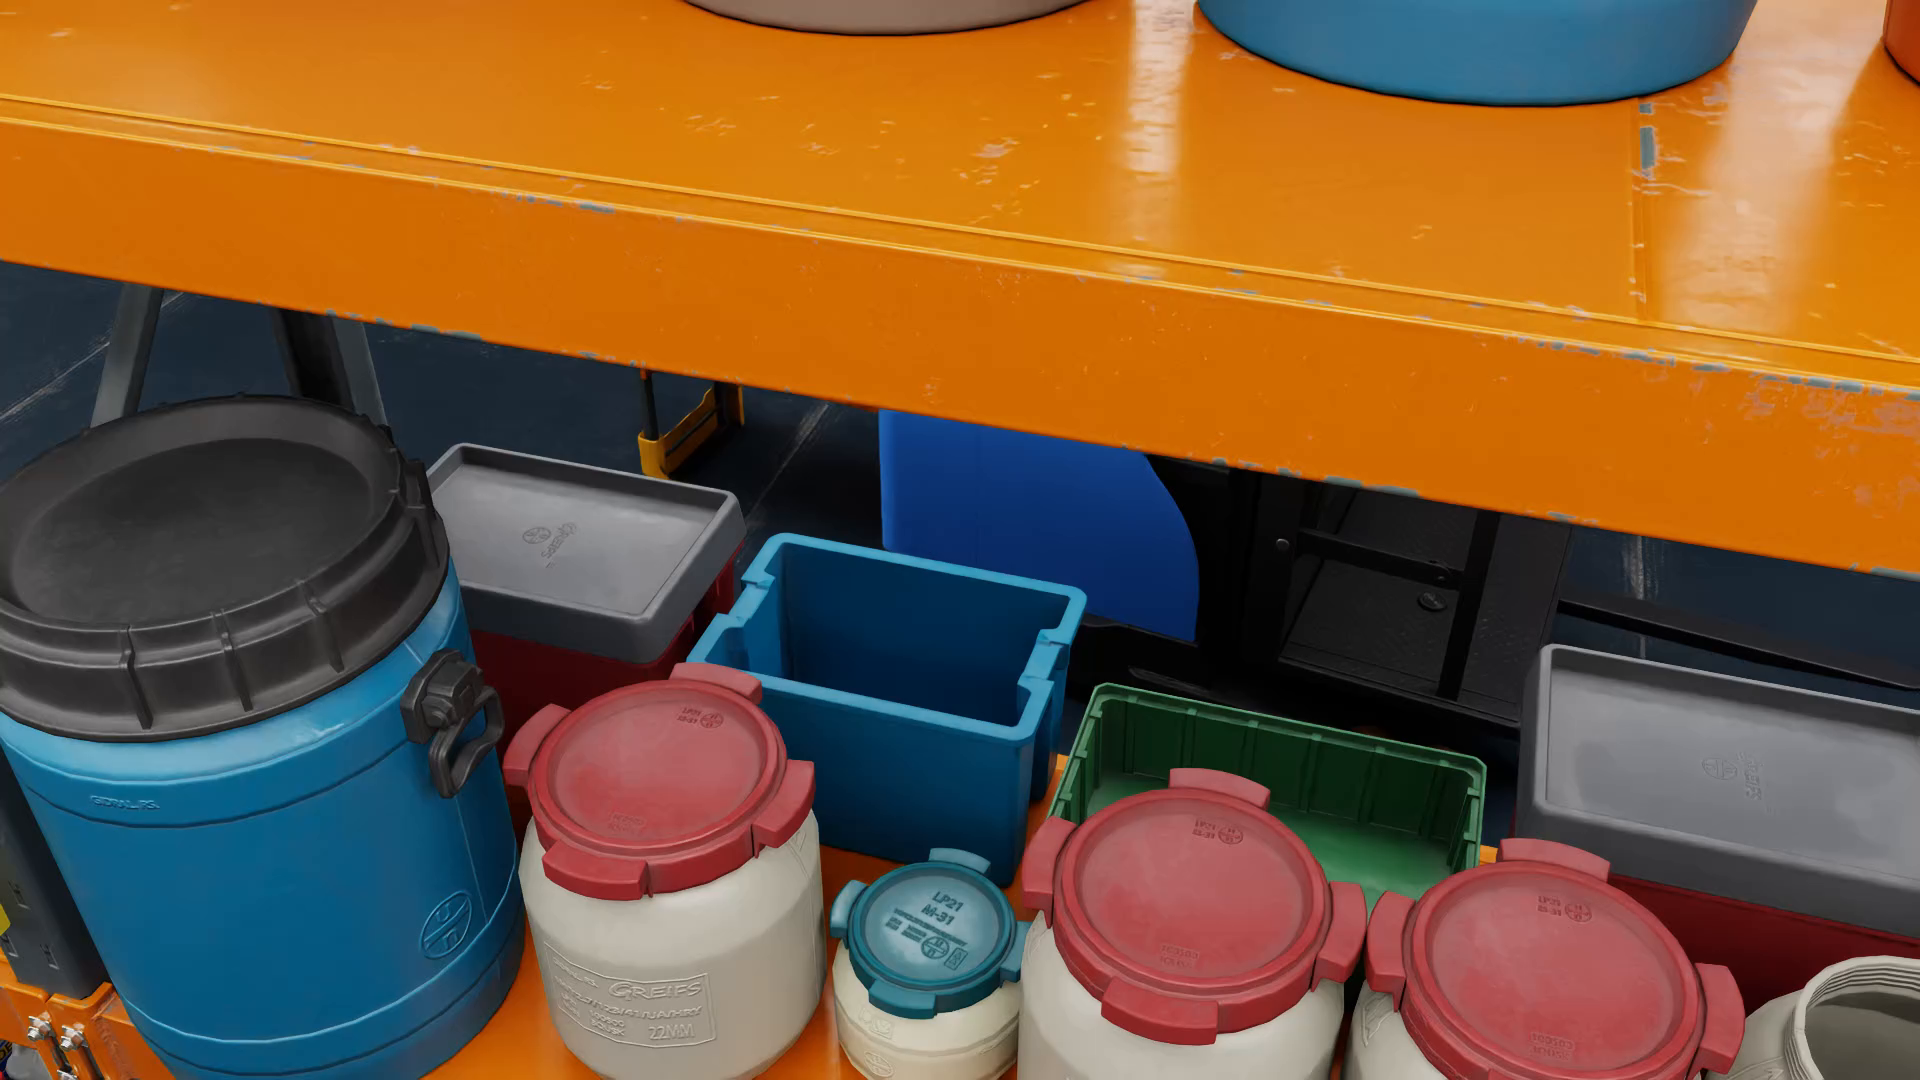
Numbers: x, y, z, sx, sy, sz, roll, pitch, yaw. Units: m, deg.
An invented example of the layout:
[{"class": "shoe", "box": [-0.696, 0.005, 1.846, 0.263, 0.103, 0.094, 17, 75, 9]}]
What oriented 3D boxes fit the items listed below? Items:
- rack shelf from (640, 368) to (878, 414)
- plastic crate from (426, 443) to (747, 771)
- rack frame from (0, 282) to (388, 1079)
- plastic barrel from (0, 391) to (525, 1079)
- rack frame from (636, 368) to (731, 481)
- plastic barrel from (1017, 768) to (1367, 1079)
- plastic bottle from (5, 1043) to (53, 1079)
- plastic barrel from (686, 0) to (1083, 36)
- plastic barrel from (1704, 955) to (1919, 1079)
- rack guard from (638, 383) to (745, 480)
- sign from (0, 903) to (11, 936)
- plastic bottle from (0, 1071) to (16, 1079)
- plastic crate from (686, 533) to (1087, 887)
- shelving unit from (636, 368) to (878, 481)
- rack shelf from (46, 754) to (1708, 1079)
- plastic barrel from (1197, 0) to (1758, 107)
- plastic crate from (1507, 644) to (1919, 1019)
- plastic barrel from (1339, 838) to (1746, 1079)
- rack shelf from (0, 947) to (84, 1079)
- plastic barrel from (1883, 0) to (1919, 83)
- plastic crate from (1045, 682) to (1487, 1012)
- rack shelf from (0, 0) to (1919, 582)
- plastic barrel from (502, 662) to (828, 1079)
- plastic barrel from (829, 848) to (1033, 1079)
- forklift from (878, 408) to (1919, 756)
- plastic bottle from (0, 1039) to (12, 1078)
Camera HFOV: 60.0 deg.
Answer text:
[{"class": "rack shelf", "box": [-0.531, -0.641, 5.659, 1.000, 0.185, 0.538, 15, 39, 20]}, {"class": "plastic crate", "box": [-0.704, 0.160, 2.948, 0.583, 0.464, 0.402, 10, 38, 14]}, {"class": "rack frame", "box": [-1.258, 0.273, 2.848, 0.127, 3.000, 1.000, 10, 38, 14]}, {"class": "plastic barrel", "box": [-0.979, 0.311, 2.374, 0.708, 0.901, 0.600, 10, 38, 14]}, {"class": "rack frame", "box": [-0.993, -0.912, 5.724, 0.032, 1.500, 0.500, 15, 39, 20]}, {"class": "plastic barrel", "box": [0.290, 0.641, 2.234, 0.433, 0.535, 0.433, 0, 36, 0]}, {"class": "plastic bottle", "box": [-1.915, 1.130, 3.547, 0.185, 0.351, 0.144, 10, 38, 14]}, {"class": "plastic barrel", "box": [-0.083, -1.054, 1.698, 0.600, 0.901, 0.600, 0, 36, 0]}, {"class": "plastic barrel", "box": [1.113, 0.800, 2.039, 0.421, 0.512, 0.421, 0, 36, 0]}, {"class": "rack guard", "box": [-0.975, -0.404, 6.088, 0.087, 0.250, 0.587, 15, 39, 20]}, {"class": "sign", "box": [-1.432, 0.471, 2.346, 0.005, 0.325, 0.100, 10, 38, 14]}, {"class": "plastic bottle", "box": [-1.958, 1.212, 3.436, 0.185, 0.351, 0.144, 10, 37, 13]}, {"class": "plastic crate", "box": [-0.112, 0.299, 2.827, 0.575, 0.384, 0.392, 10, 38, 14]}, {"class": "shelving unit", "box": [-0.522, -0.784, 5.550, 1.083, 1.500, 0.587, 15, 39, 20]}, {"class": "rack shelf", "box": [0.651, 0.916, 2.581, 4.000, 0.370, 1.077, 10, 38, 14]}, {"class": "plastic barrel", "box": [0.541, -0.939, 1.541, 0.708, 0.901, 0.600, 10, 38, 14]}, {"class": "plastic crate", "box": [1.109, 0.496, 2.492, 0.583, 0.464, 0.402, 10, 38, 14]}, {"class": "plastic barrel", "box": [0.703, 0.718, 2.130, 0.433, 0.535, 0.433, 0, 36, 0]}, {"class": "rack shelf", "box": [-3.167, 0.209, 3.542, 4.000, 0.370, 1.077, 10, 38, 14]}, {"class": "plastic barrel", "box": [1.217, -0.784, 1.392, 0.708, 0.830, 0.600, 10, 38, 14]}, {"class": "plastic crate", "box": [0.489, 0.507, 2.710, 0.662, 0.188, 0.450, 10, 38, 14]}, {"class": "rack shelf", "box": [0.651, -0.292, 1.692, 4.000, 0.370, 1.077, 10, 38, 14]}, {"class": "plastic barrel", "box": [-0.410, 0.512, 2.410, 0.433, 0.535, 0.433, 0, 36, 0]}, {"class": "plastic barrel", "box": [-0.040, 0.650, 2.454, 0.301, 0.262, 0.301, 0, 36, 0]}, {"class": "forklift", "box": [1.303, -0.794, 4.357, 3.031, 2.935, 1.130, 15, 39, 20]}, {"class": "plastic bottle", "box": [-2.121, 1.120, 3.624, 0.135, 0.276, 0.152, 10, 38, 14]}]
